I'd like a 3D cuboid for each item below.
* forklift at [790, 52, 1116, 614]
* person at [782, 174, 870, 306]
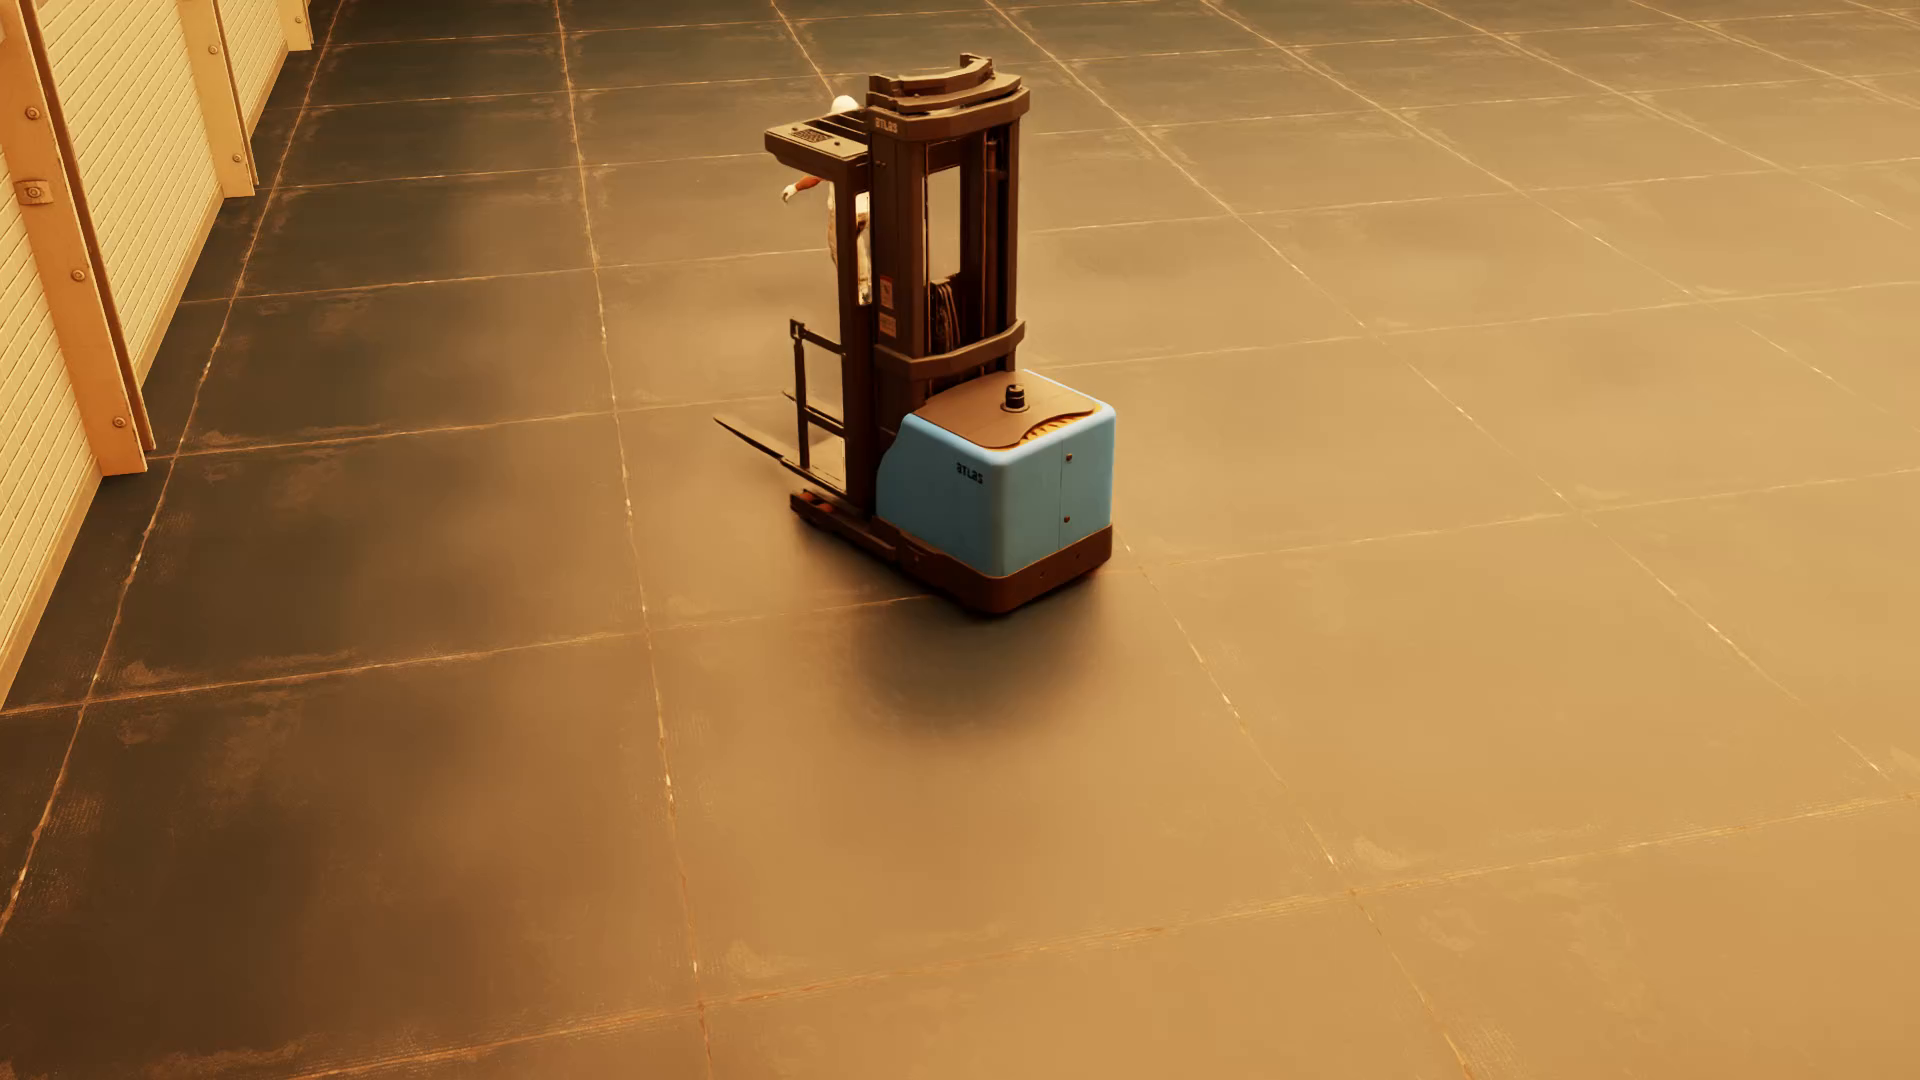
[{"bbox_3d":[-0.444,-1.492,10.152,1.130,2.935,3.031,-25,38,-36],"label":"forklift"},{"bbox_3d":[-0.913,-2.694,13.481,0.998,1.773,0.532,-23,37,-34],"label":"person"}]
